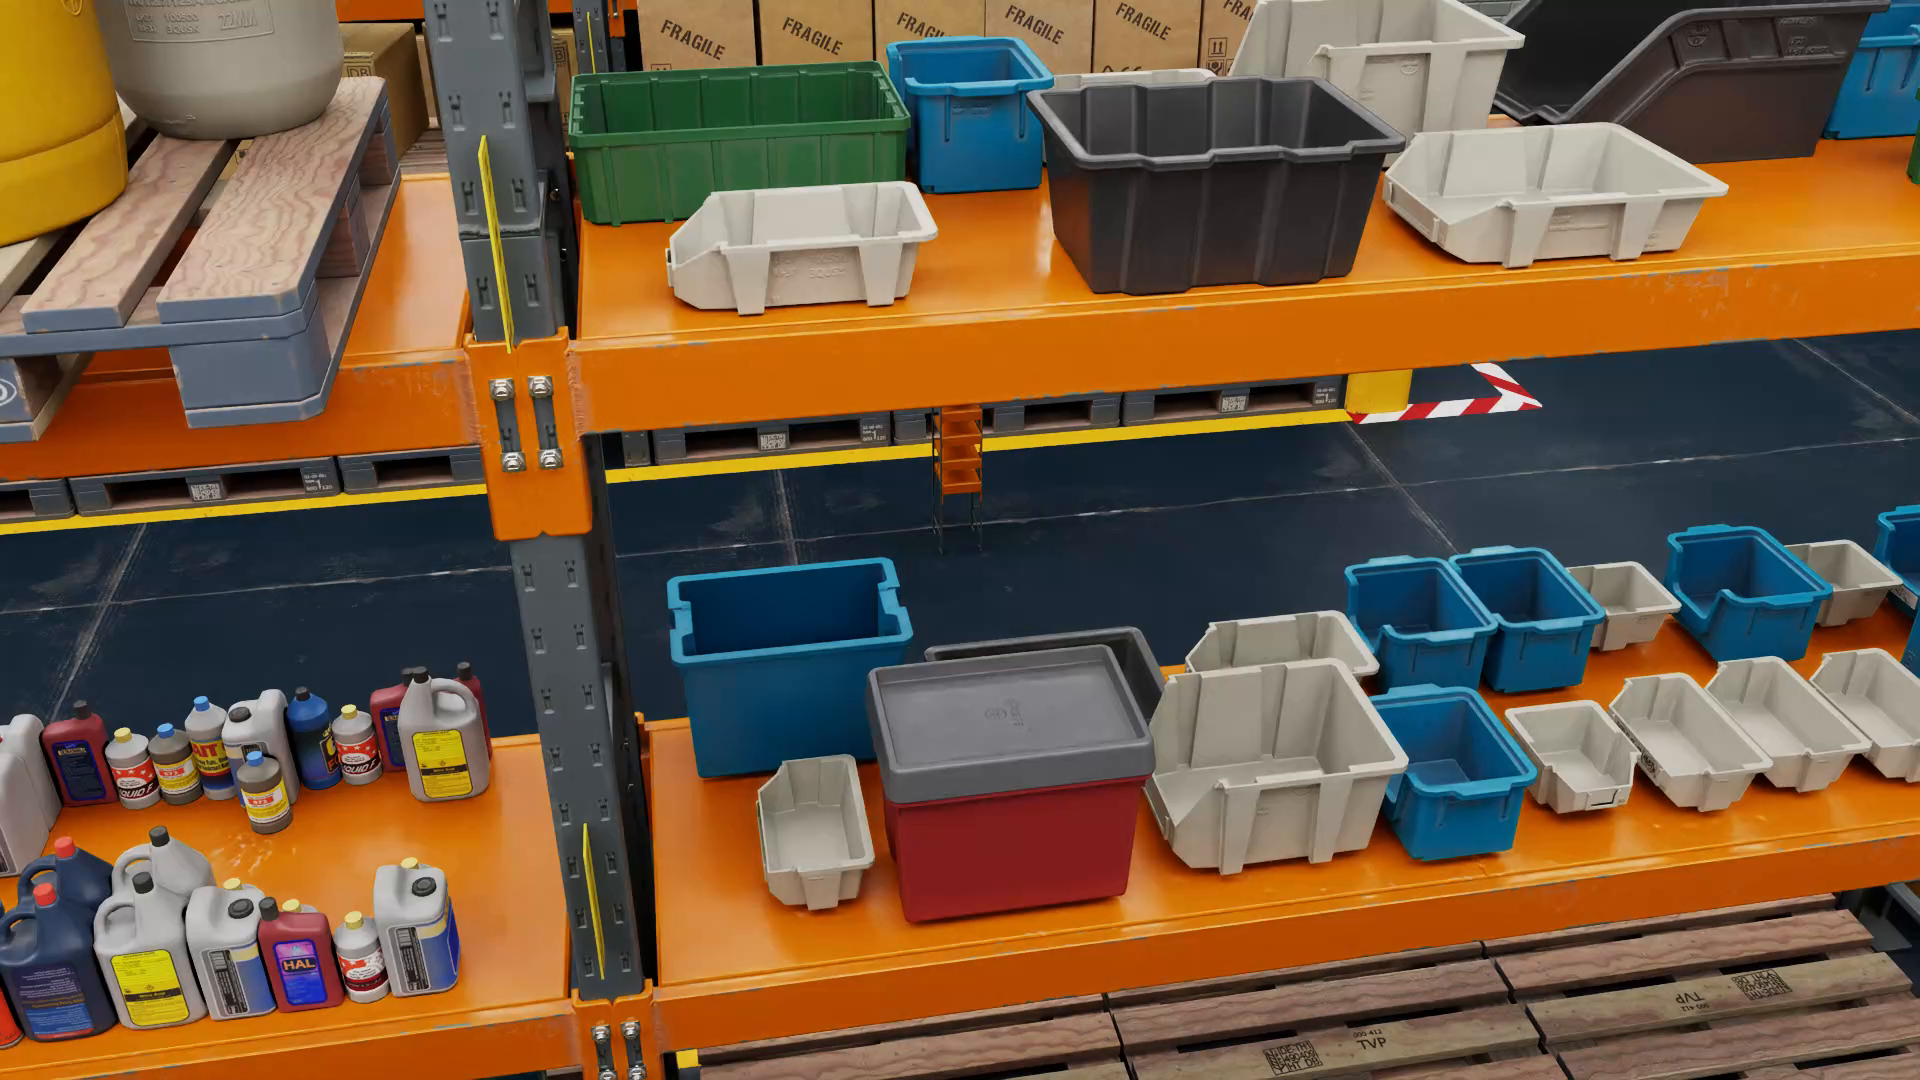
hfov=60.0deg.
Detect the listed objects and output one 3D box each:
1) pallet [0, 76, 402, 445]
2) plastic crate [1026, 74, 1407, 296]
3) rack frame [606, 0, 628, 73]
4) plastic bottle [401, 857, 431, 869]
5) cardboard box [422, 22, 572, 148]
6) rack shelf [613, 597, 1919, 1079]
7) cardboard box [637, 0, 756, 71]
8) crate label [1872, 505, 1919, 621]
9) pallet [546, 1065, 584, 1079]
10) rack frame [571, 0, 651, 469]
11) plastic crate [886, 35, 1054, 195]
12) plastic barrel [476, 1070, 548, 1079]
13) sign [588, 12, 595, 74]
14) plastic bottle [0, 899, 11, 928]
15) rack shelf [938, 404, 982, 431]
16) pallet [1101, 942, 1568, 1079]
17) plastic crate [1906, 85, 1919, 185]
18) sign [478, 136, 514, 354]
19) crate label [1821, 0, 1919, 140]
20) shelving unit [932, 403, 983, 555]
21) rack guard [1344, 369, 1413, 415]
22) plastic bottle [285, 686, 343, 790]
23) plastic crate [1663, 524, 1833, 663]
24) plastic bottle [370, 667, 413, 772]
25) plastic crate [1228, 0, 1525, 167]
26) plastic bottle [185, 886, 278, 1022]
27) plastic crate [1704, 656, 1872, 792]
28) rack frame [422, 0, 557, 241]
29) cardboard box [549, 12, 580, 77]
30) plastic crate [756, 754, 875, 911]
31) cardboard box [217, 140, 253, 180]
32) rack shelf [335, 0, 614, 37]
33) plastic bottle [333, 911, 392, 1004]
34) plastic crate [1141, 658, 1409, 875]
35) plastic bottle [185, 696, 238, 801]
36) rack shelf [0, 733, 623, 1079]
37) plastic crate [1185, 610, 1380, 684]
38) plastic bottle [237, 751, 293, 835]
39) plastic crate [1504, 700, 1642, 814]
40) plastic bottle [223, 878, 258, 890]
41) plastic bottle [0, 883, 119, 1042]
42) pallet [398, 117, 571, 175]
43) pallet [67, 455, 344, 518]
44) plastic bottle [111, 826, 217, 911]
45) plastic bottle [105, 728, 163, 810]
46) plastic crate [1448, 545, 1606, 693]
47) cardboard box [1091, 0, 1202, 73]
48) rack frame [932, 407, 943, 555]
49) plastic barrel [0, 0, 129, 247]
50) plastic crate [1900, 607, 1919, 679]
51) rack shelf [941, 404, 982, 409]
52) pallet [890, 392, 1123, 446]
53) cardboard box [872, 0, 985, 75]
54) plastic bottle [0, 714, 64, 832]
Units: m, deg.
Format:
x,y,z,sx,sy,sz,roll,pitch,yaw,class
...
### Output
x,y,z,sx,sy,sz,roll,pitch,yaw,class
-1.576,-0.528,2.916,1.003,0.211,1.213,-5,31,-9,pallet
0.449,-0.650,3.066,0.590,0.269,0.497,-5,31,-9,plastic crate
-2.607,-4.376,12.234,0.127,3.000,1.000,-5,31,-9,rack frame
-1.193,0.785,3.651,0.097,0.201,0.097,0,30,0,plastic bottle
-2.217,-2.199,8.018,0.500,0.500,0.700,-16,34,-25,cardboard box
1.145,0.691,4.326,4.000,0.370,1.077,-5,31,-9,rack shelf
-1.197,-2.284,7.590,0.500,0.500,0.500,-5,31,-8,cardboard box
2.810,0.103,4.722,0.303,0.233,0.416,-5,31,-9,crate label
-1.589,1.815,4.455,1.213,0.211,1.003,-5,31,-9,pallet
-1.711,-1.907,8.034,0.127,3.000,1.000,-5,31,-9,rack frame
0.016,-0.900,3.527,0.300,0.233,0.416,-5,31,-9,plastic crate
-1.361,1.328,4.189,0.708,0.901,0.600,-5,31,-9,plastic barrel
-1.607,-2.130,7.270,0.005,0.325,0.100,-5,31,-9,sign
-2.048,0.835,3.498,0.097,0.271,0.097,0,30,0,plastic bottle
-0.014,-0.581,7.405,0.180,0.103,0.258,-5,31,-9,rack shelf
1.097,1.566,4.879,1.213,0.211,1.003,-5,31,-9,pallet
2.193,-0.771,3.352,0.336,0.188,0.450,-5,31,-9,plastic crate
-0.725,-0.459,2.604,0.005,0.325,0.100,-5,31,-9,sign
2.147,-1.108,3.862,0.502,0.251,0.408,-5,31,-9,crate label
-0.014,-0.516,7.444,0.189,1.200,0.258,-5,31,-9,shelving unit
2.149,-1.188,9.277,0.348,0.500,1.175,-5,31,-9,rack guard
-1.597,0.480,4.101,0.097,0.271,0.097,0,30,0,plastic bottle
2.163,0.163,4.620,0.300,0.233,0.416,-5,31,-9,plastic crate
-1.391,0.446,4.147,0.133,0.283,0.061,-5,31,-9,plastic bottle
0.877,-0.996,3.641,0.530,0.282,0.437,-5,31,-9,plastic crate
-1.511,0.847,3.473,0.135,0.276,0.152,-5,31,-9,plastic bottle
2.055,0.470,4.193,0.243,0.136,0.396,-5,31,-9,plastic crate
-0.822,-2.023,2.312,0.127,3.000,1.000,-5,31,-9,rack frame
-3.223,-3.507,12.461,0.750,0.750,0.750,-5,31,-8,cardboard box
-0.339,0.680,3.836,0.243,0.136,0.396,-5,31,-9,plastic crate
-3.438,-1.939,7.575,0.500,0.500,0.700,-13,33,-21,cardboard box
-4.574,-3.884,12.105,4.000,0.370,1.077,-5,31,-9,rack shelf
-1.261,0.870,3.507,0.097,0.201,0.097,0,30,0,plastic bottle
0.713,0.541,3.929,0.530,0.282,0.437,-5,31,-9,plastic crate
-1.825,0.501,4.065,0.097,0.271,0.097,0,30,0,plastic bottle
-2.790,1.056,3.705,4.000,0.370,1.077,-5,31,-9,rack shelf
0.836,0.342,4.410,0.466,0.136,0.293,-5,31,-9,plastic crate
-1.665,0.595,3.975,0.097,0.201,0.097,0,30,0,plastic bottle
1.498,0.544,4.067,0.250,0.136,0.298,-5,31,-9,plastic crate
-1.552,0.819,3.594,0.097,0.201,0.097,0,30,0,plastic bottle
-1.849,0.848,3.397,0.185,0.351,0.144,-5,31,-9,plastic bottle
-2.517,-1.806,8.051,1.213,0.211,1.003,-5,31,-9,pallet
-3.707,-0.499,8.390,1.213,0.211,1.003,-5,31,-9,pallet
-1.694,0.759,3.548,0.185,0.351,0.144,-5,31,-9,plastic bottle
-2.017,0.549,4.053,0.097,0.201,0.097,0,30,0,plastic bottle
1.515,0.223,4.518,0.300,0.233,0.416,-5,31,-9,plastic crate
0.830,-2.472,7.910,0.500,0.500,0.500,-4,31,-8,cardboard box
-0.104,-0.508,7.429,0.006,1.200,0.240,-5,31,-9,rack frame
-1.684,-0.808,2.605,0.600,0.588,0.600,0,30,0,plastic barrel
2.817,0.280,4.220,0.499,0.435,0.616,-5,31,-9,plastic crate
-0.014,-0.684,7.344,0.180,0.103,0.258,-5,31,-9,rack shelf
0.167,-0.880,9.039,1.213,0.211,1.003,-5,31,-9,pallet
-0.184,-2.378,7.749,0.500,0.500,0.500,-6,31,-10,cardboard box
-2.257,0.553,3.972,0.135,0.276,0.152,-5,31,-9,plastic bottle
